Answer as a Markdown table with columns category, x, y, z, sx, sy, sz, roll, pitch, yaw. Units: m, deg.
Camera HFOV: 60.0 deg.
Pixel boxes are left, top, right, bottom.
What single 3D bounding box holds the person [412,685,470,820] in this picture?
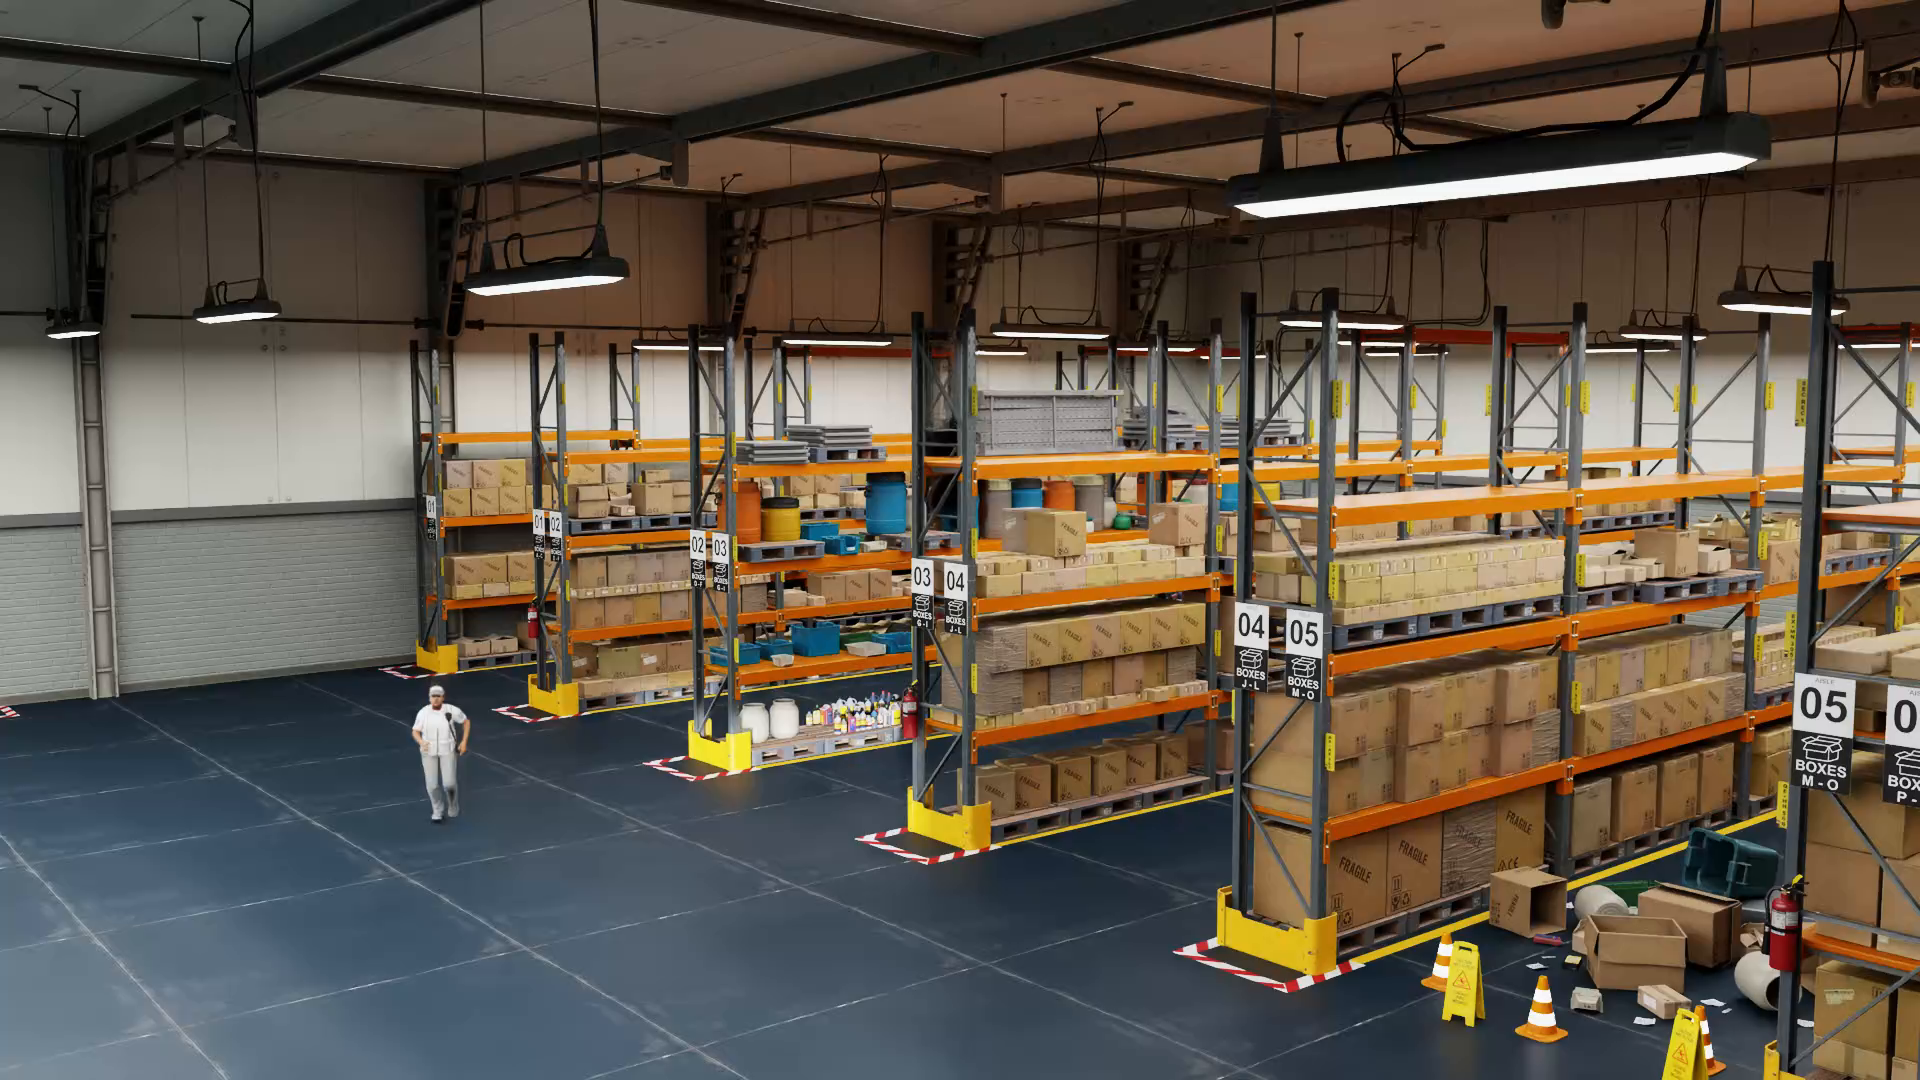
| category | x | y | z | sx | sy | sz | roll | pitch | yaw |
| --- | --- | --- | --- | --- | --- | --- | --- | --- | --- |
| person | -6.139 | 2.525 | 19.659 | 0.646 | 1.618 | 0.569 | -1 | 5 | -12 |
